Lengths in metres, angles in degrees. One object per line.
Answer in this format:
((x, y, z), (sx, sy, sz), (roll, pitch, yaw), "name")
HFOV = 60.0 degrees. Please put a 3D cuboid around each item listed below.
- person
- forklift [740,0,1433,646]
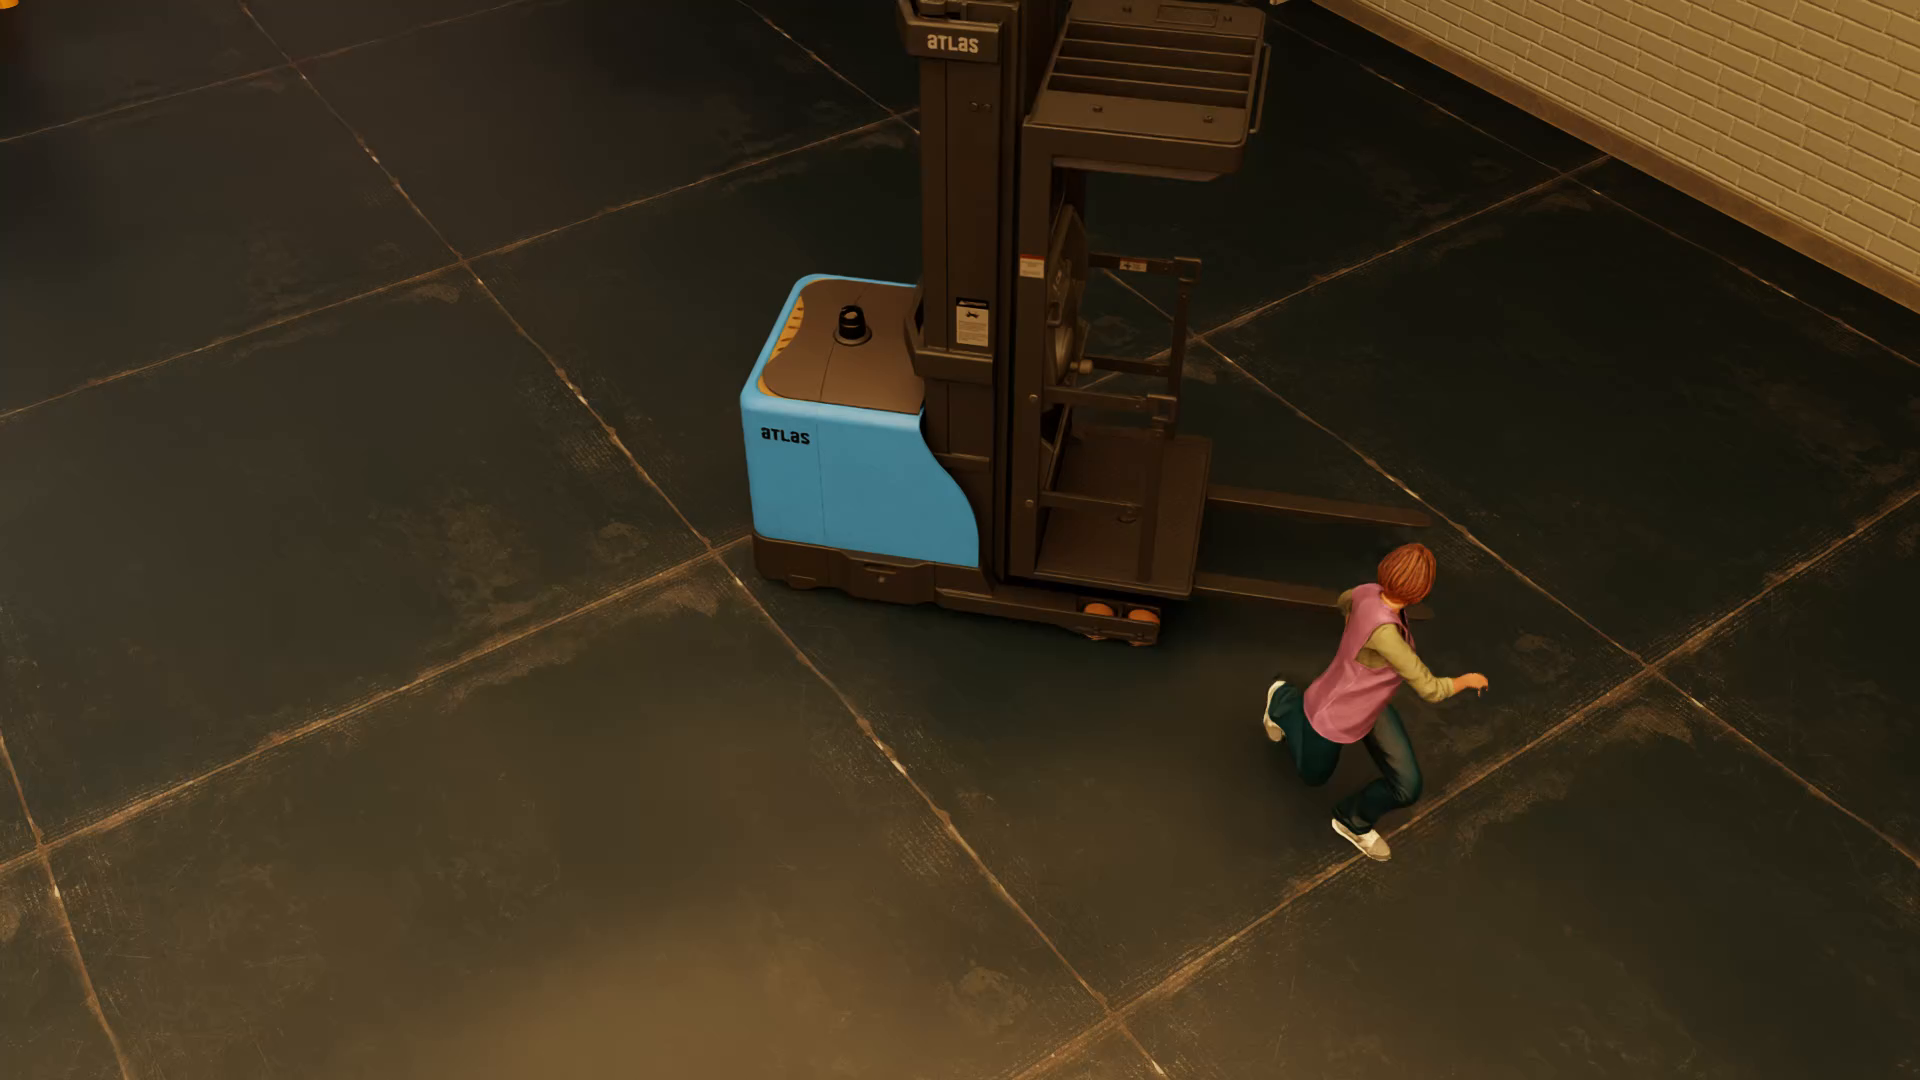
((1.512, 0.531, 6.308), (0.558, 1.387, 0.822), (-30, 50, -28), "person")
((0.627, -1.004, 6.805), (3.031, 2.935, 1.130), (8, 43, 9), "forklift")
